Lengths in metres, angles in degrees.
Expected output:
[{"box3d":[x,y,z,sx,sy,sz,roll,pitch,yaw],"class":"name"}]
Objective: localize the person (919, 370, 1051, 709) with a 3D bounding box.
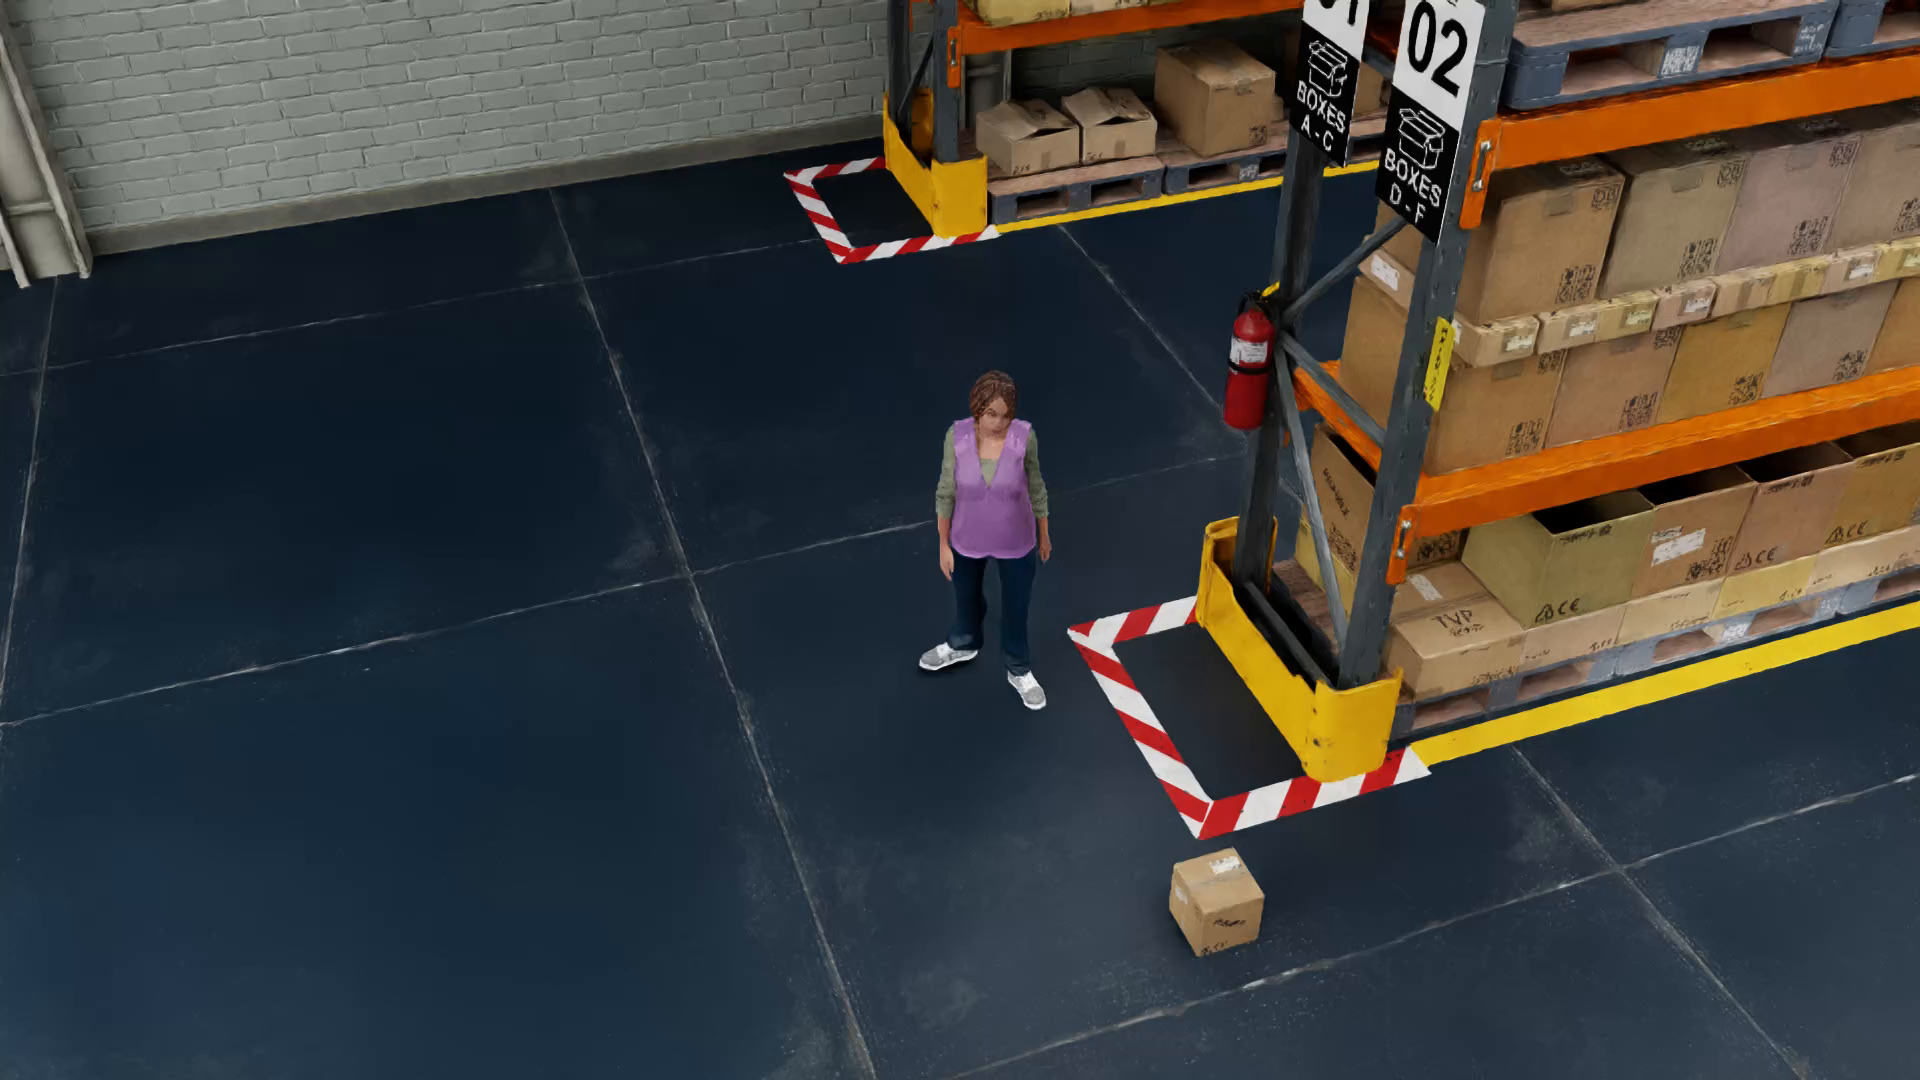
[{"box3d":[0.099,-0.012,6.782,0.575,1.597,0.374,4,38,5],"class":"person"}]
